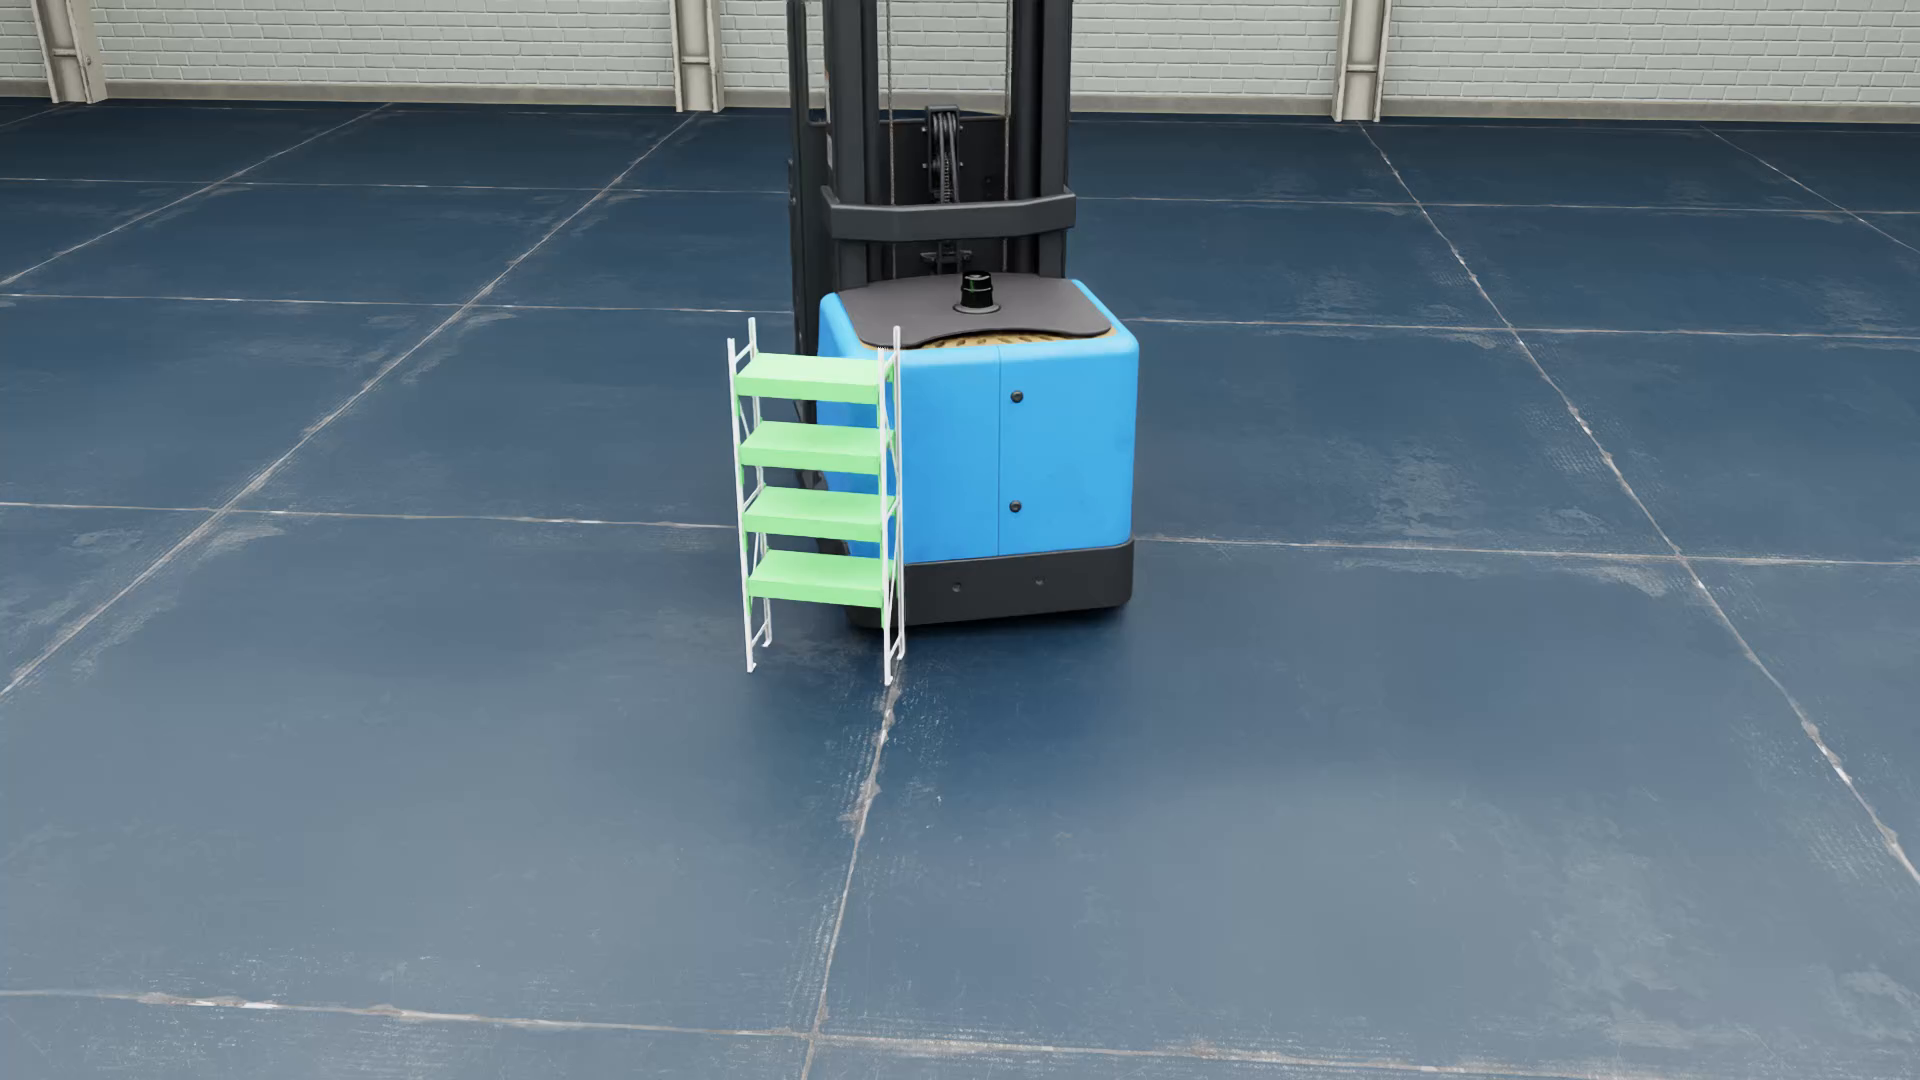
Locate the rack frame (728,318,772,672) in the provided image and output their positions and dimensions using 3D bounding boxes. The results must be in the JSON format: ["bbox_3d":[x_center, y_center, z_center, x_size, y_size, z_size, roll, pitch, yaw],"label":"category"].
[{"bbox_3d":[-0.705,-0.137,5.611,0.015,1.200,0.240,5,25,10],"label":"rack frame"}]

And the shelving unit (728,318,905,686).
[{"bbox_3d":[-0.465,-0.117,5.569,0.503,1.200,0.258,5,25,10],"label":"shelving unit"}]

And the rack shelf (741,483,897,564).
[{"bbox_3d":[-0.465,-0.059,5.595,0.480,0.148,0.258,5,25,10],"label":"rack shelf"}]

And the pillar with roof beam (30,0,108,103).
[{"bbox_3d":[-8.721,-6.493,10.096,0.400,9.000,9.100,2,25,4],"label":"pillar with roof beam"}]

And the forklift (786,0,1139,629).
[{"bbox_3d":[-0.163,-1.607,6.737,1.130,2.935,3.031,-5,25,-10],"label":"forklift"}]

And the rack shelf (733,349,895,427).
[{"bbox_3d":[-0.465,-0.495,5.395,0.480,0.148,0.258,5,25,10],"label":"rack shelf"}]

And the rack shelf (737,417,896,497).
[{"bbox_3d":[-0.465,-0.277,5.495,0.480,0.148,0.258,5,25,10],"label":"rack shelf"}]

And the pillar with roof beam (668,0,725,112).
[{"bbox_3d":[-2.738,-6.301,9.679,0.400,9.000,9.100,2,25,4],"label":"pillar with roof beam"}]

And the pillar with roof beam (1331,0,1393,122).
[{"bbox_3d":[3.244,-6.109,9.261,0.400,9.000,9.100,2,25,4],"label":"pillar with roof beam"}]

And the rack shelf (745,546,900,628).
[{"bbox_3d":[-0.465,0.159,5.696,0.480,0.148,0.258,5,25,10],"label":"rack shelf"}]

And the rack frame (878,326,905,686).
[{"bbox_3d":[-0.226,-0.097,5.526,0.015,1.200,0.240,5,25,10],"label":"rack frame"}]
